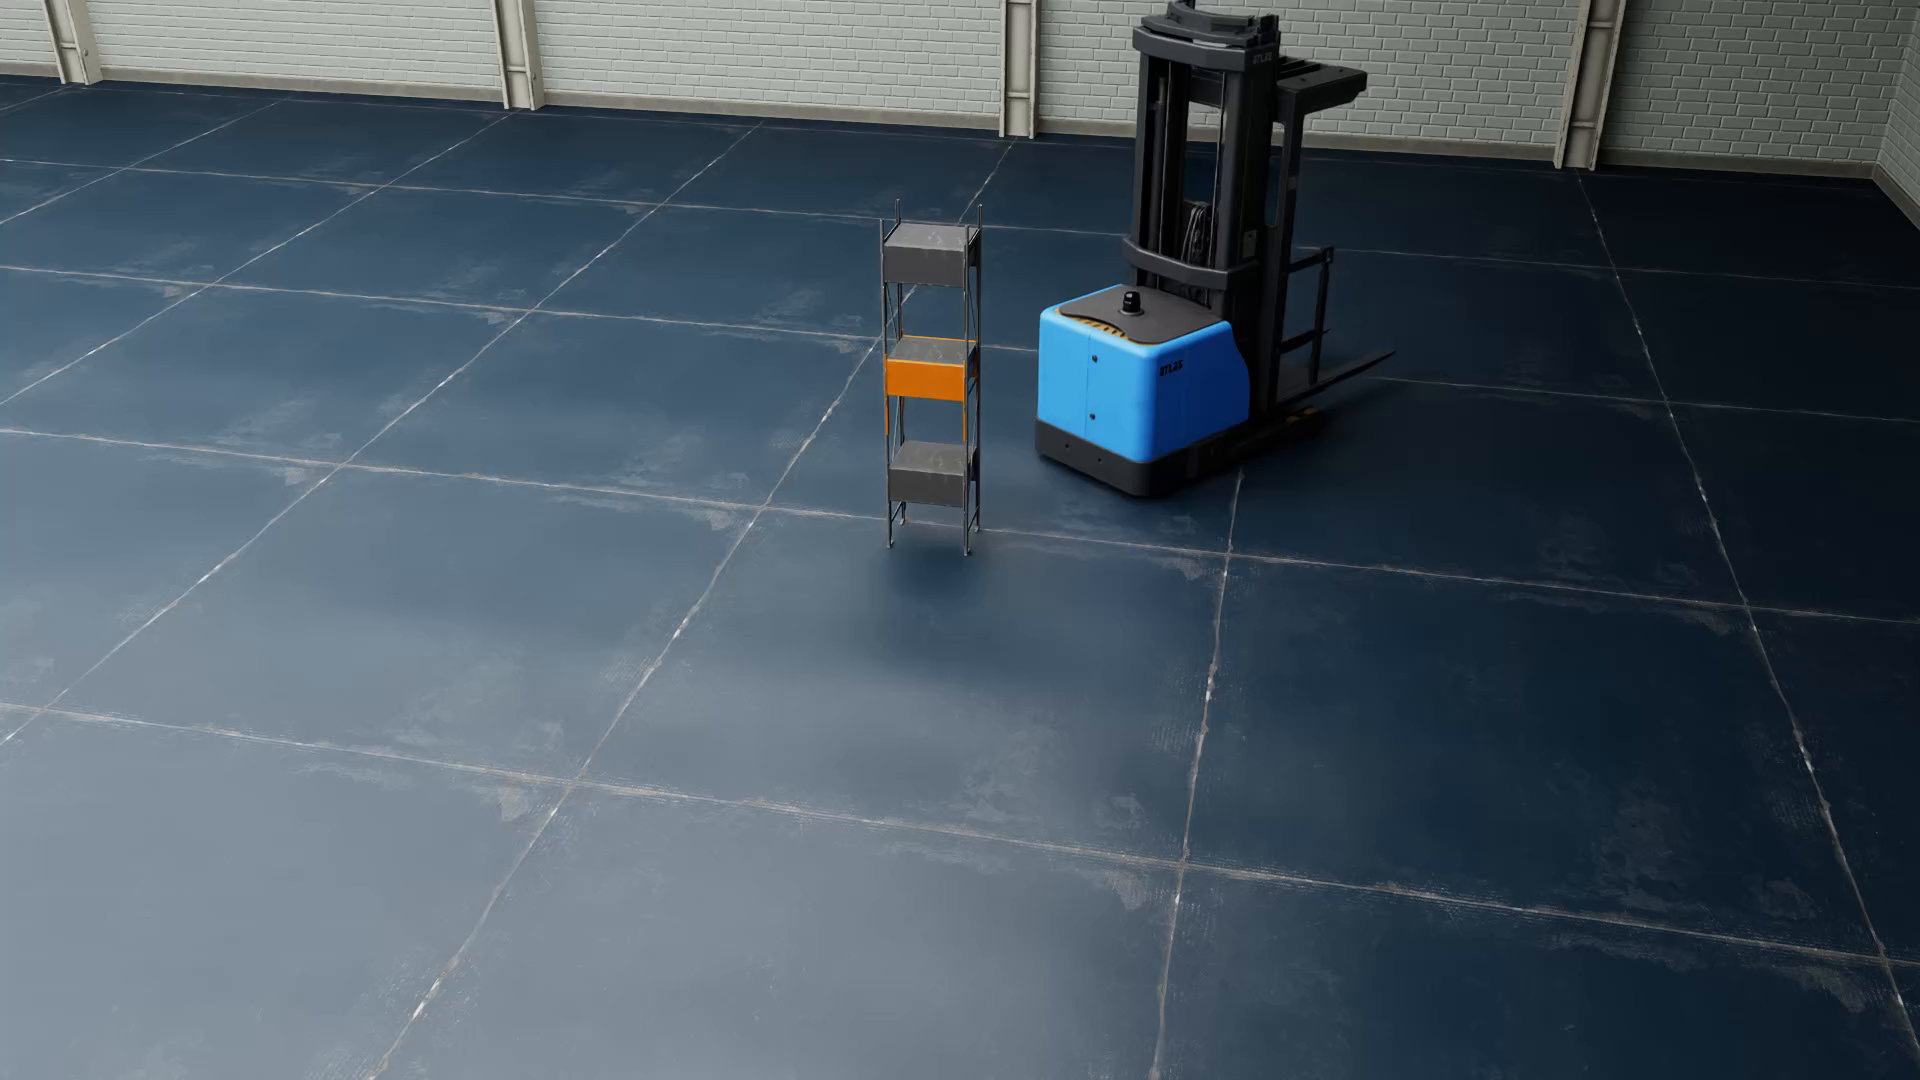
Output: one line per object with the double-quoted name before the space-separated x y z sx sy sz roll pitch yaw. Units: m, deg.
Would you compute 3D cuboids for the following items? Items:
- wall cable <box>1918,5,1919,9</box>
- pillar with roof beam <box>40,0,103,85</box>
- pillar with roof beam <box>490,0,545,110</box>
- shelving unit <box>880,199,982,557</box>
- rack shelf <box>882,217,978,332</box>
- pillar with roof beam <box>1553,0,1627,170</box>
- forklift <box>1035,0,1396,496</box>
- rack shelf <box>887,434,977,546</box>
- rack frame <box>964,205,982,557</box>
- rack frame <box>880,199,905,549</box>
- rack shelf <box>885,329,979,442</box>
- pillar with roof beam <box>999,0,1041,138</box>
"wall cable" 9.138 -5.656 14.607 0.112 2.526 3.097 6 29 11
"pillar with roof beam" -11.969 -7.718 15.139 0.400 9.000 9.100 6 29 11
"pillar with roof beam" -6.101 -7.116 14.040 0.400 9.000 9.100 6 29 11
"shelving unit" -0.162 -0.938 9.938 0.503 2.100 0.431 6 29 11
"rack shelf" -0.162 -1.540 9.609 0.480 0.518 0.431 6 29 11
"pillar with roof beam" 5.634 -5.913 11.842 0.400 9.000 9.100 6 29 11
"forklift" 1.947 -2.159 11.303 3.031 2.935 1.130 -23 36 -36
"rack shelf" -0.162 -0.312 10.281 0.480 0.518 0.431 6 29 11
"rack frame" 0.077 -0.913 9.893 0.015 2.100 0.400 6 29 11
"rack frame" -0.401 -0.962 9.983 0.015 2.100 0.400 6 29 11
"rack shelf" -0.162 -0.926 9.945 0.480 0.518 0.431 6 29 11
"pillar with roof beam" -0.233 -6.515 12.941 0.400 9.000 9.100 6 29 11
